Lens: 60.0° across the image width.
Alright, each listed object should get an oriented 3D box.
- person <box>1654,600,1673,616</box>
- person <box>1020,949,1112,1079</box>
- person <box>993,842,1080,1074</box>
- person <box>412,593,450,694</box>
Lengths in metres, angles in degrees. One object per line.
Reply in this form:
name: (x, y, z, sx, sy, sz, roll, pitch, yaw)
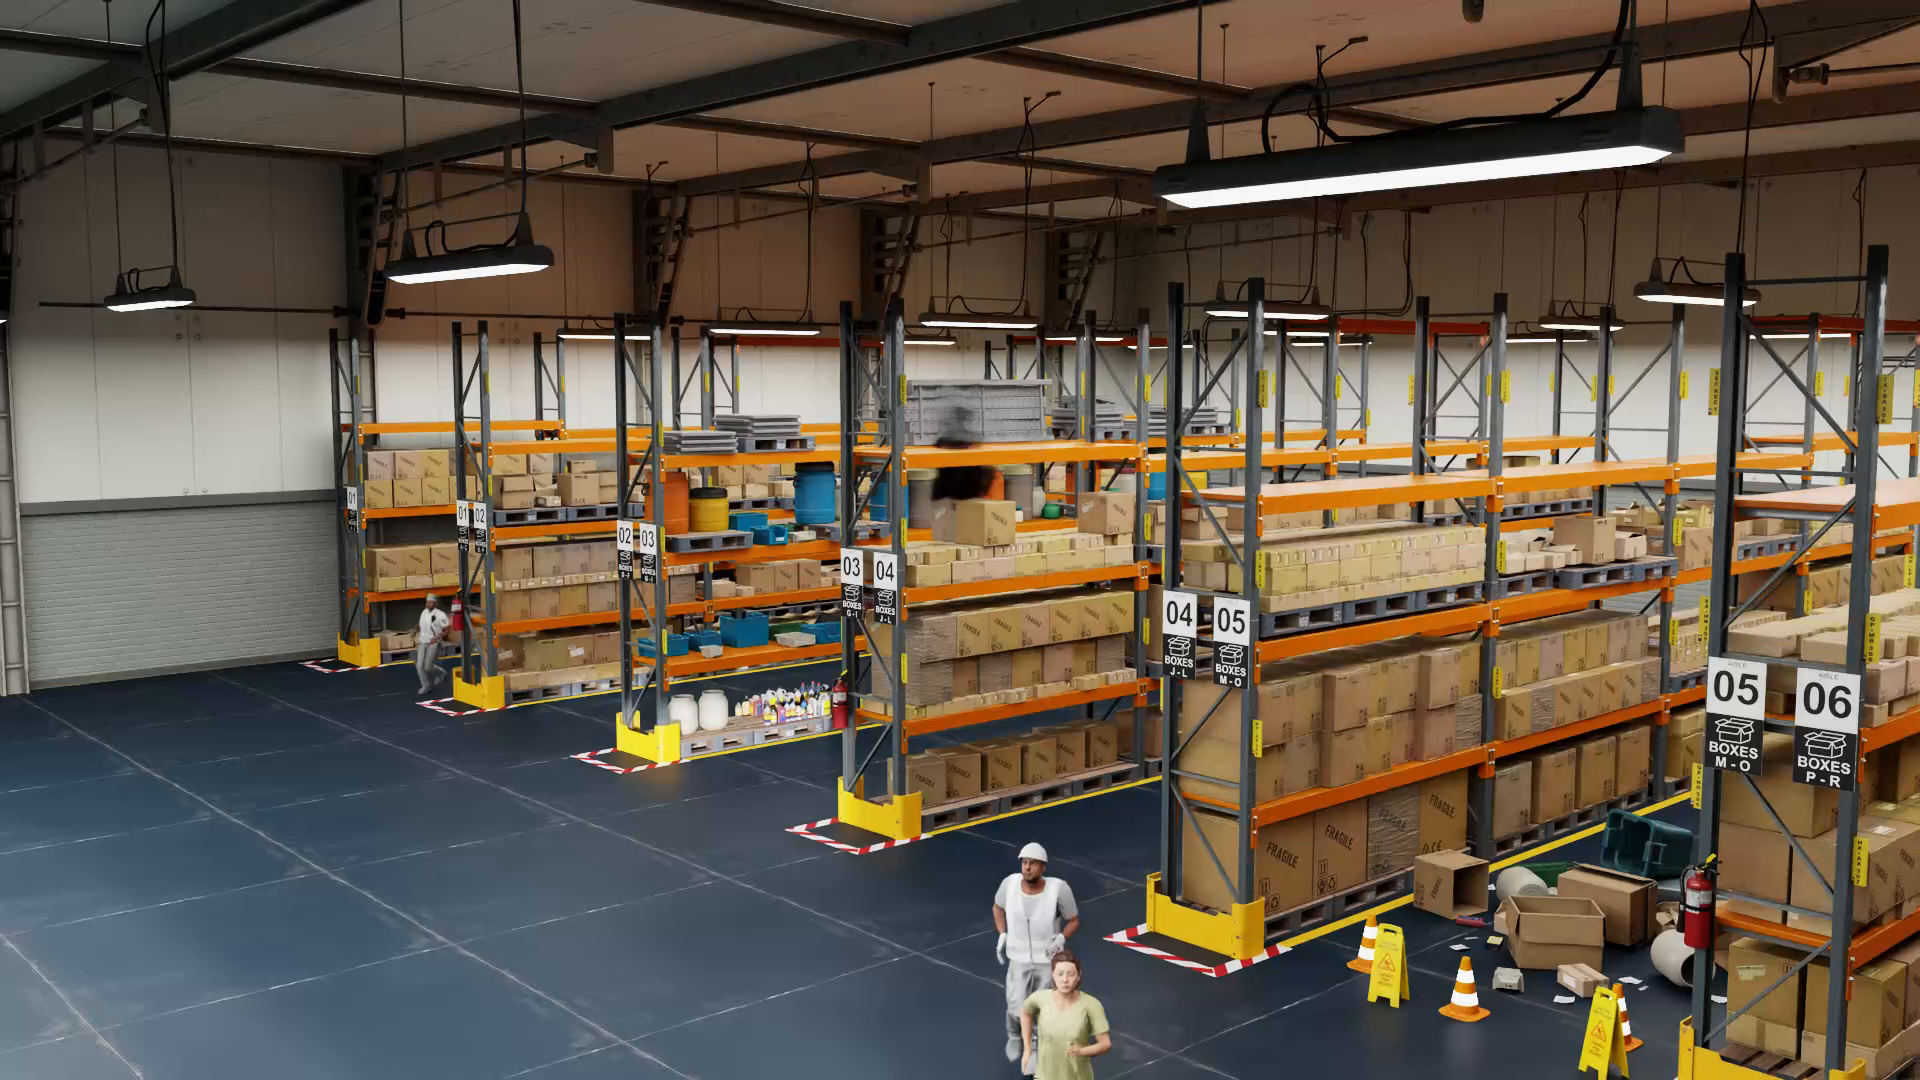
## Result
person: (10.659, 1.801, 25.178, 0.893, 1.801, 0.646, -3, 7, -31)
person: (0.637, 3.325, 10.097, 0.555, 1.709, 0.854, 0, 6, 3)
person: (0.540, 3.089, 12.204, 0.662, 1.745, 0.597, 1, 6, 9)
person: (-8.616, 1.677, 27.173, 0.606, 1.654, 0.613, 2, 6, 23)
